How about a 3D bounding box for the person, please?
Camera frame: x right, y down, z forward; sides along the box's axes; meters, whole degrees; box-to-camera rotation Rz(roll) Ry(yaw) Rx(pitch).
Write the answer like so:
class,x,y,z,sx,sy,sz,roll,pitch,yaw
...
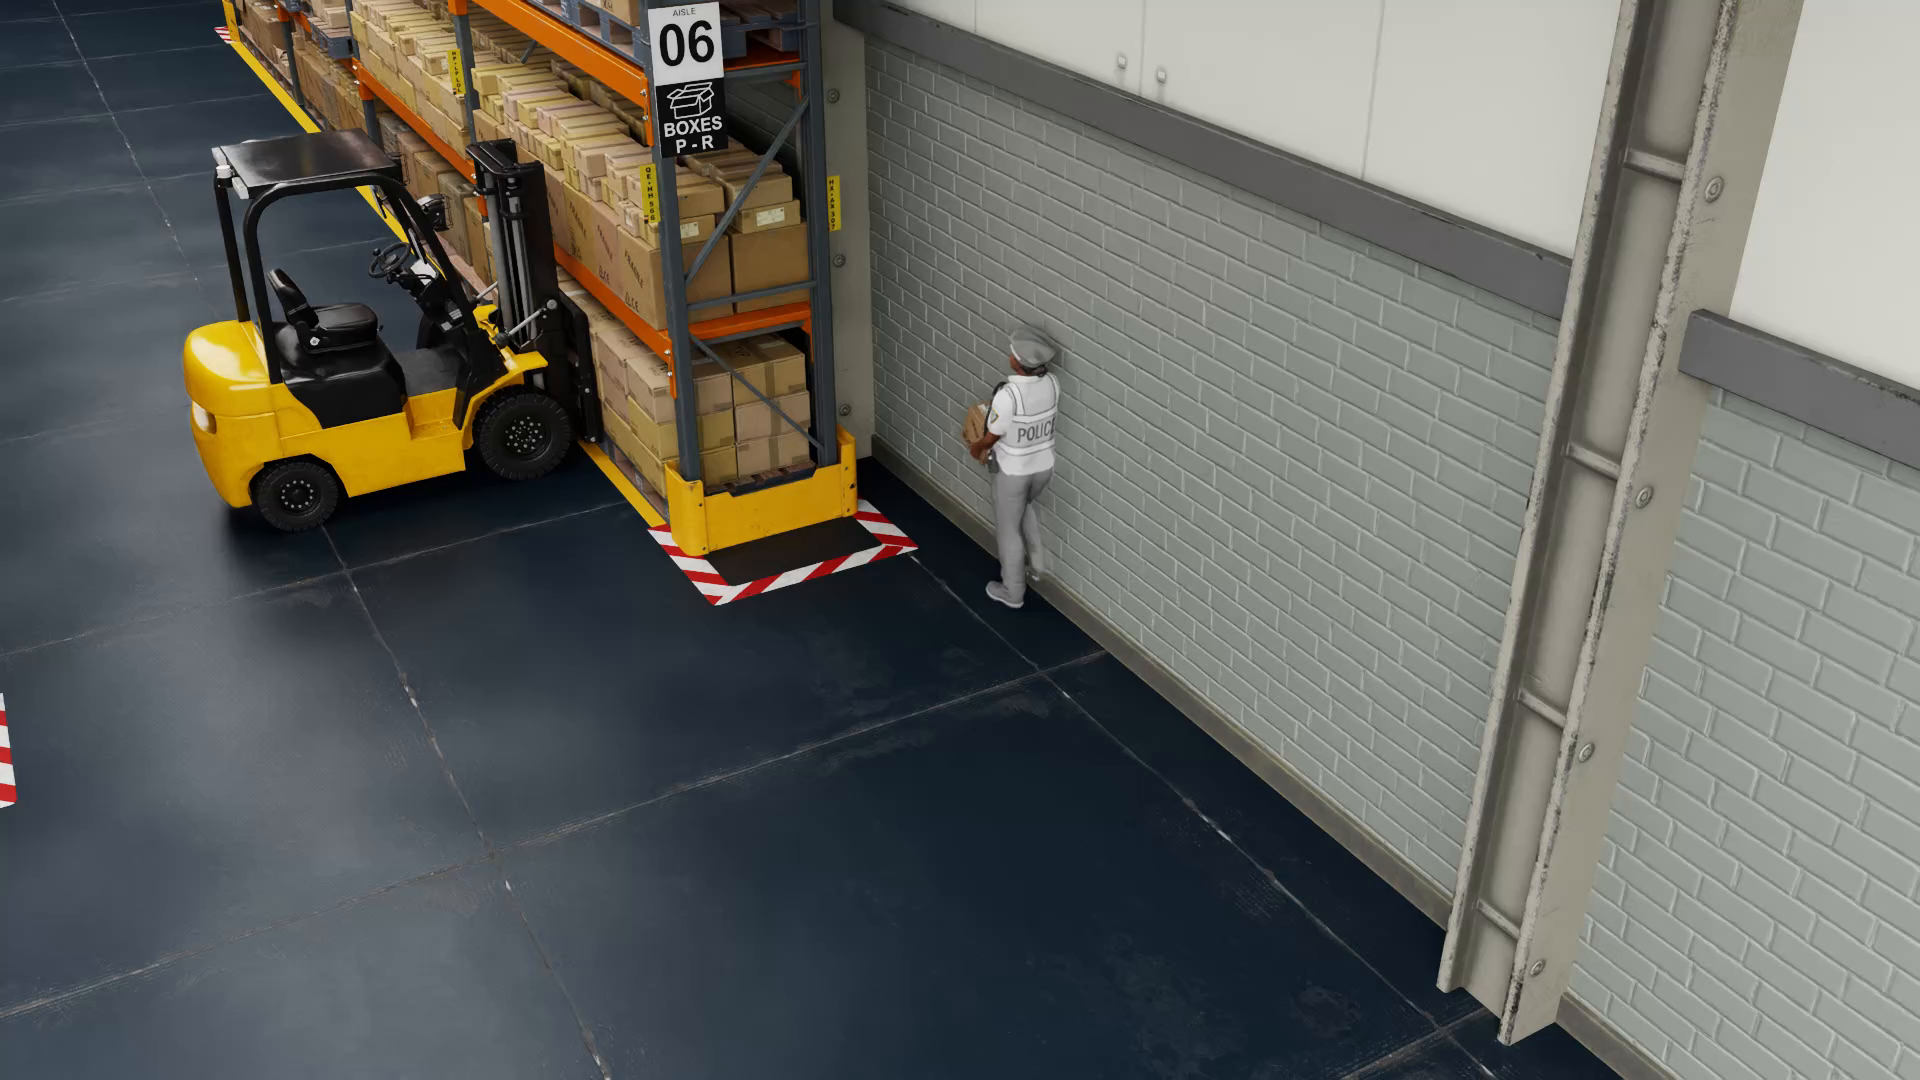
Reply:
class,x,y,z,sx,sy,sz,roll,pitch,yaw
person,0.310,-0.429,9.279,0.489,1.699,0.526,-20,35,-32
